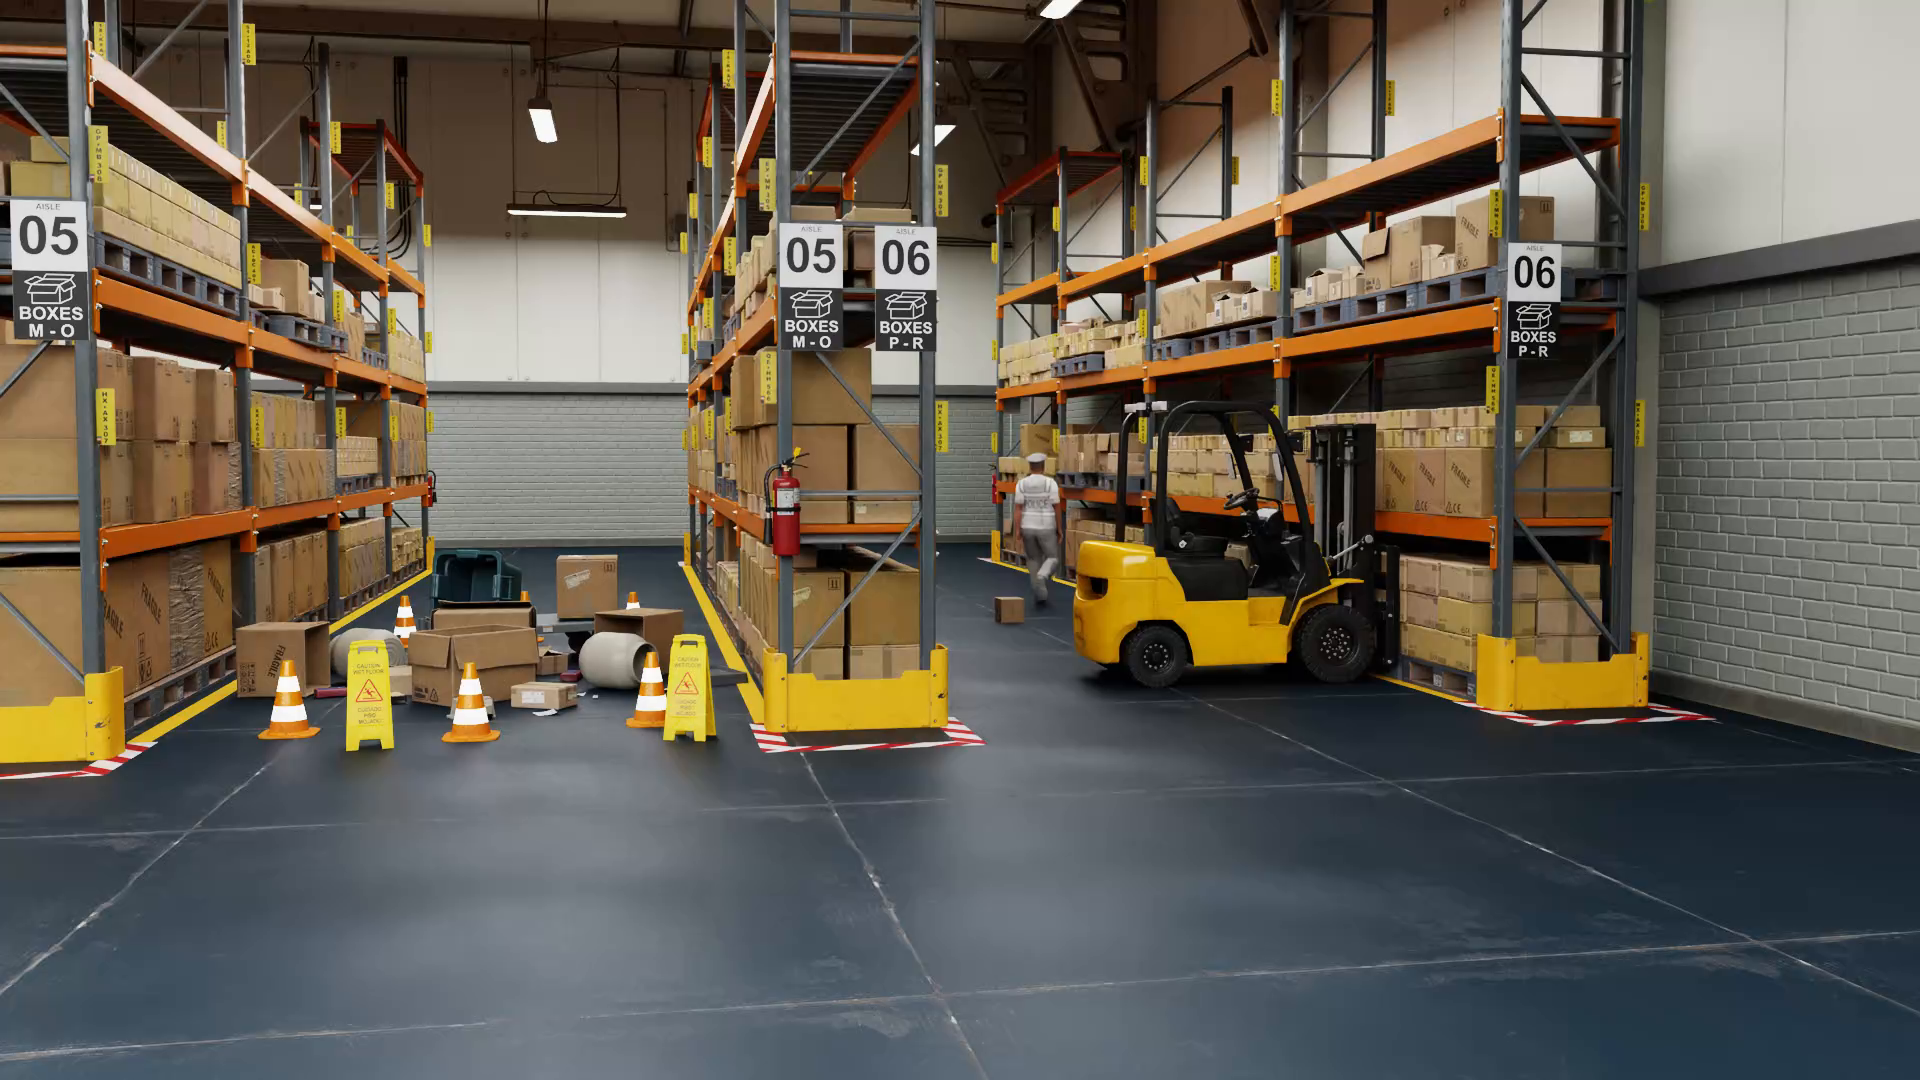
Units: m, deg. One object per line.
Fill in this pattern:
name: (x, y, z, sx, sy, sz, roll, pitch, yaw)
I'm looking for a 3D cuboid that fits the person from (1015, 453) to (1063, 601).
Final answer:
person: (0.916, -0.145, 19.323, 0.545, 1.740, 0.771, 1, 3, 19)
